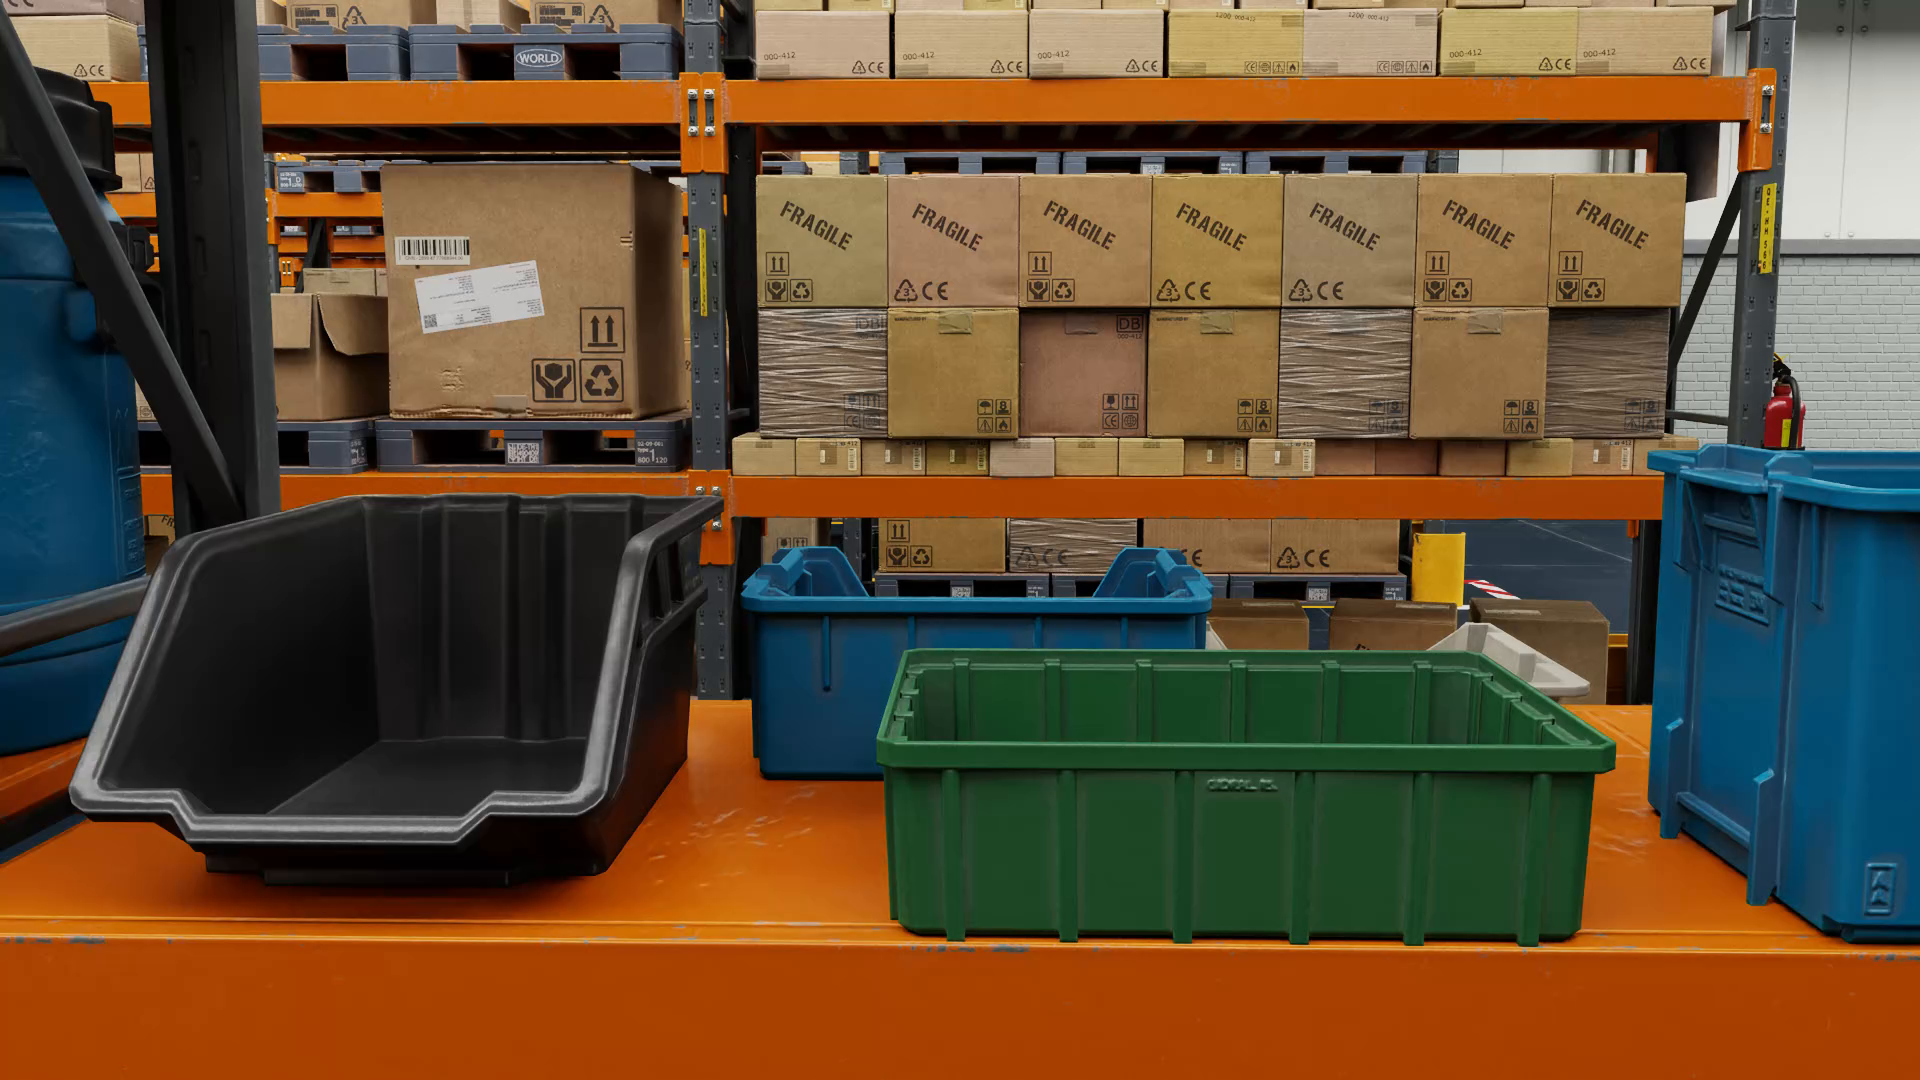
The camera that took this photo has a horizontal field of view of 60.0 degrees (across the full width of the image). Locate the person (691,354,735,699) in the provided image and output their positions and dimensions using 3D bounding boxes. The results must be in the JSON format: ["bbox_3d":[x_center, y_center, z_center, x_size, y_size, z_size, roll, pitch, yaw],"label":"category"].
[{"bbox_3d":[-1.195,-0.080,8.470,0.430,1.773,0.625,-1,7,-10],"label":"person"}]
